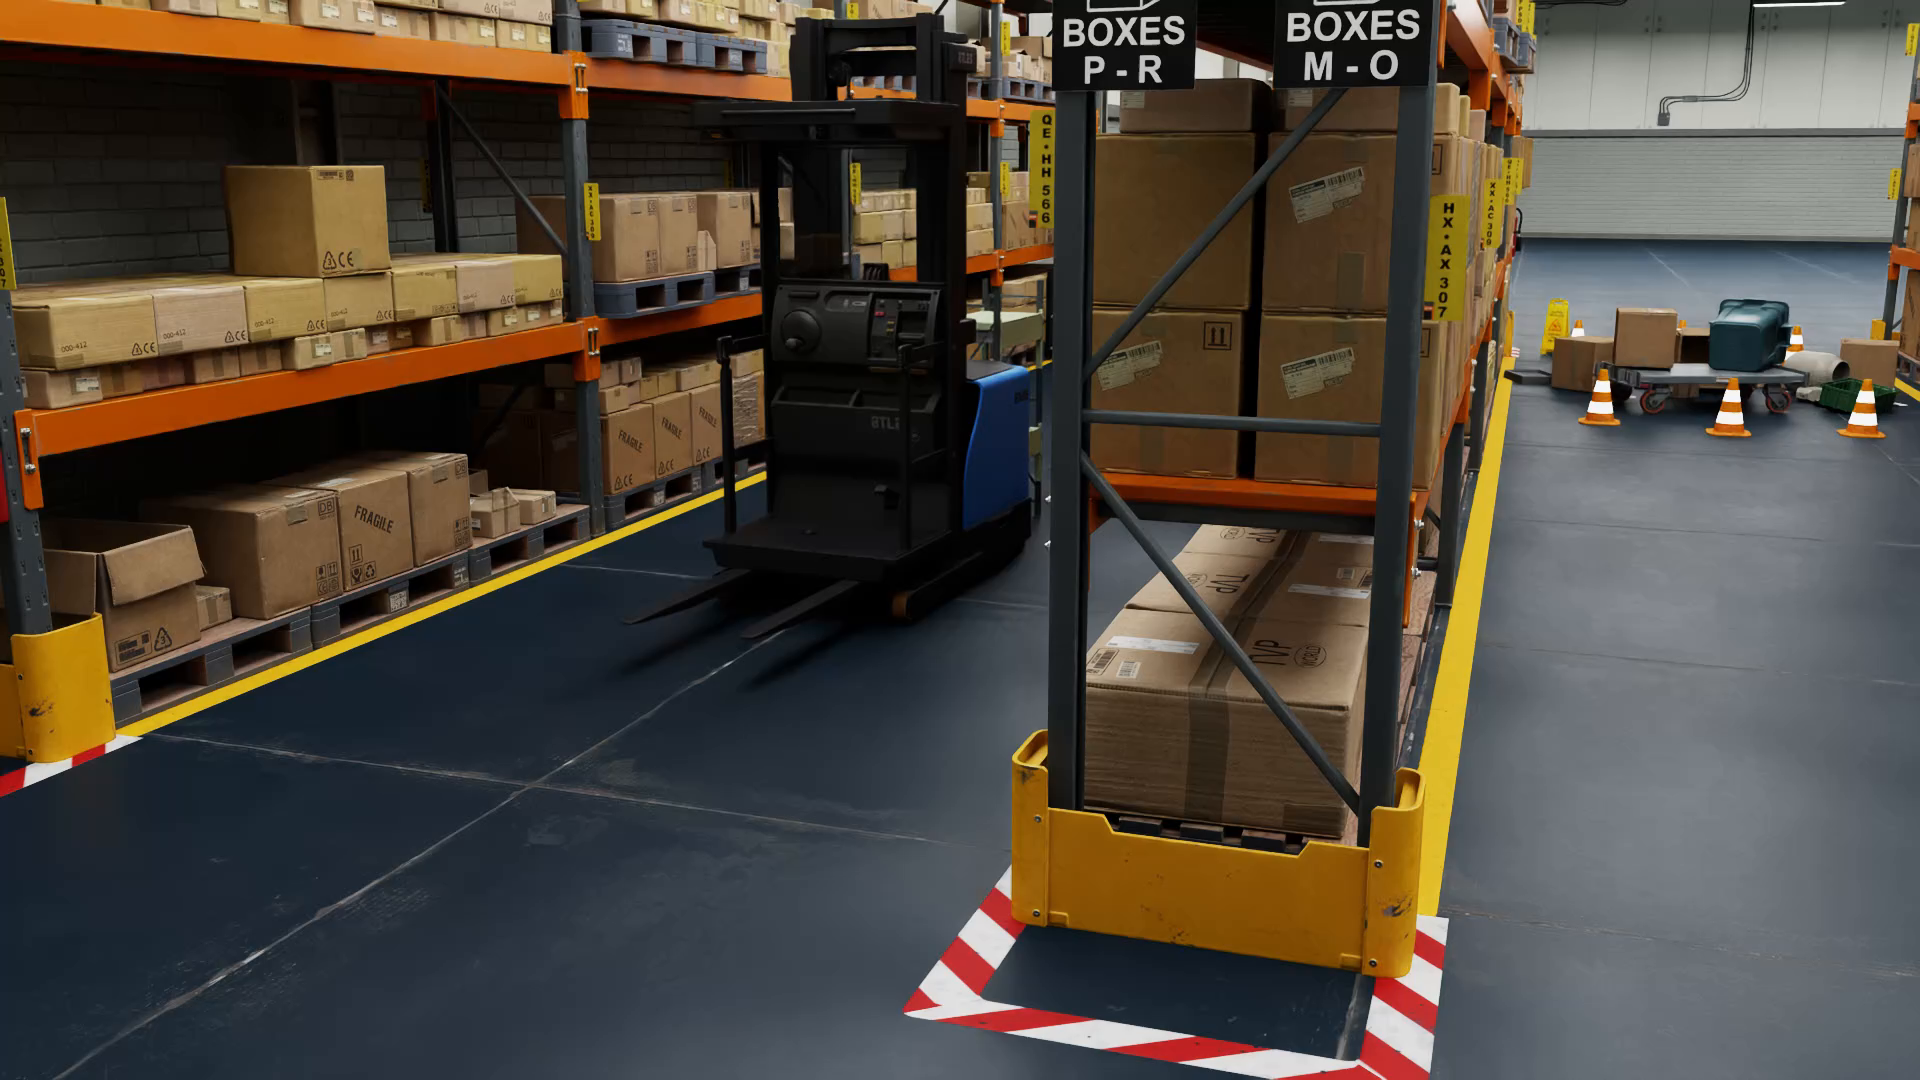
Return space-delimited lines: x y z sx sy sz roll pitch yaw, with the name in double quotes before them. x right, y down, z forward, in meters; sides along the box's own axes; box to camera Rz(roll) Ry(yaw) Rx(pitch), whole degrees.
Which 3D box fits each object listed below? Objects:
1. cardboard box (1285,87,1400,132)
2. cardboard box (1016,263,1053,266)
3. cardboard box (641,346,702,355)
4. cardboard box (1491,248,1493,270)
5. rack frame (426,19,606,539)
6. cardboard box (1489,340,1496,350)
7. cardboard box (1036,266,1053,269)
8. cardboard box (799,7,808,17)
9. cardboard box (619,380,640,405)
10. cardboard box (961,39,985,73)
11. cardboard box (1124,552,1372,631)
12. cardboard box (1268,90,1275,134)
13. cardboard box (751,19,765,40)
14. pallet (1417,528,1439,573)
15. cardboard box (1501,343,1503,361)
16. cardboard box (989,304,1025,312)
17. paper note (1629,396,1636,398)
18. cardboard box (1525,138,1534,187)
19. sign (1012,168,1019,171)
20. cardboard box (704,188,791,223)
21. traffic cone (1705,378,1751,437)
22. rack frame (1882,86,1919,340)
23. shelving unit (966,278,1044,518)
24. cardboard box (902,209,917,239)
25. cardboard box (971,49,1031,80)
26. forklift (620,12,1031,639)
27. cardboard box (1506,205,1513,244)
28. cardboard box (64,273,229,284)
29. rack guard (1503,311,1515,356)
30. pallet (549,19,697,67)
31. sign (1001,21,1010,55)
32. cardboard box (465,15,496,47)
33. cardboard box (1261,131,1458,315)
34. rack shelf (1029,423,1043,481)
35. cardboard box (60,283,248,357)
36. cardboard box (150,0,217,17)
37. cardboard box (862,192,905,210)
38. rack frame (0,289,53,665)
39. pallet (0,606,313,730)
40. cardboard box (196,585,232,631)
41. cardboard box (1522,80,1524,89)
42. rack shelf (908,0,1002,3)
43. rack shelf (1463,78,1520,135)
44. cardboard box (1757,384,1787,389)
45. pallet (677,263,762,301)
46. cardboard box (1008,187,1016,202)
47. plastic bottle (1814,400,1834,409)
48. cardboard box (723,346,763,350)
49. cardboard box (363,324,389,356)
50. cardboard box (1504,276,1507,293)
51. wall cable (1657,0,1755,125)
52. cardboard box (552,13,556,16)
"cardboard box" 1.130 -1.227 4.692 0.380 0.149 0.250 5 14 20
"cardboard box" 0.897 -3.309 20.733 0.500 0.250 0.500 4 13 18
"cardboard box" -2.151 -1.354 12.396 0.380 0.149 0.250 4 13 17
"cardboard box" 2.949 -1.727 10.029 0.500 0.250 0.500 4 13 17
"rack frame" -2.651 -1.518 9.899 1.000 3.000 0.127 4 14 18
"cardboard box" 4.468 -1.659 15.478 0.950 0.372 0.625 5 14 19
"cardboard box" 1.218 -3.169 20.121 0.500 0.250 0.500 5 14 19
"cardboard box" -1.373 -3.948 12.575 0.380 0.149 0.250 4 13 16
"cardboard box" -2.267 -0.941 10.585 0.380 0.149 0.250 4 13 17
"cardboard box" -0.066 -4.705 16.153 0.500 0.311 0.500 4 13 17
"cardboard box" 1.160 0.385 6.372 0.875 0.438 0.875 5 14 20
"cardboard box" 0.863 -1.428 5.572 0.380 0.149 0.250 5 14 20
"cardboard box" -1.622 -3.641 11.900 0.380 0.149 0.250 4 14 19
"pallet" 2.225 0.030 9.382 1.003 0.211 1.213 4 14 18
"cardboard box" 5.244 -1.928 16.931 0.500 0.250 0.500 5 14 22
"cardboard box" 0.386 -2.390 17.831 0.500 0.250 0.500 4 14 18
"paper note" 6.421 -1.387 15.998 0.148 0.019 0.142 4 14 18
"cardboard box" 5.733 -4.025 17.743 0.700 0.500 0.500 4 14 18
"sign" 0.709 -4.547 21.044 0.100 0.325 0.005 4 14 18
"cardboard box" -1.671 -2.517 13.106 0.500 0.500 0.500 5 14 21
"traffic cone" 6.411 -1.114 13.830 0.336 0.463 0.334 4 14 18
"rack frame" 10.646 -3.353 17.938 1.000 3.000 0.127 4 14 18
"shelving unit" 0.187 -0.817 10.199 0.431 1.500 0.755 5 14 22
"cardboard box" -0.632 -2.821 14.821 0.500 0.250 0.500 4 13 17
"cardboard box" 0.437 -5.033 17.588 0.500 0.311 0.500 5 14 20
"forklift" -0.620 -1.129 8.349 1.130 2.935 3.031 5 14 22
"cardboard box" 5.042 -3.112 15.990 0.500 0.500 0.500 4 14 18
"cardboard box" -3.715 -1.076 7.631 0.500 0.250 0.500 5 14 20
"rack guard" 5.905 -2.454 19.615 1.175 0.500 0.348 4 14 18
"pallet" -2.373 -3.021 10.166 1.213 0.211 1.003 4 14 18
"sign" 0.454 -5.034 16.690 0.100 0.325 0.005 4 14 18
"cardboard box" -2.665 -2.654 8.698 0.380 0.149 0.250 5 14 20
"cardboard box" 1.178 -0.936 4.877 0.500 0.500 0.500 4 13 17
"rack shelf" 0.187 -0.500 10.272 0.431 0.370 0.720 5 14 22
"cardboard box" -3.380 -0.930 6.991 0.500 0.250 0.500 5 14 19
"cardboard box" -3.285 -2.221 6.803 0.380 0.149 0.250 5 14 20
"cardboard box" -0.705 -2.995 14.685 0.380 0.149 0.250 5 14 19
"rack frame" -3.945 -0.676 6.209 1.000 3.000 0.127 4 14 18
"pallet" -3.663 0.500 7.325 1.003 0.211 1.213 4 14 18
"cardboard box" -3.483 0.300 7.393 0.380 0.149 0.250 4 13 16
"cardboard box" 5.531 -4.774 17.089 0.500 0.250 0.500 4 14 19
"rack shelf" -0.709 -5.161 14.891 1.077 0.370 4.000 4 14 18
"rack shelf" 3.988 -3.537 13.618 1.077 0.370 4.000 4 14 18
"cardboard box" 8.165 -1.673 16.719 0.396 0.266 0.258 7 15 28
"pallet" -1.981 -1.857 11.815 1.003 0.211 1.213 4 14 18
"cardboard box" 0.372 -3.670 17.646 0.380 0.149 0.250 5 14 20
"plastic bottle" 8.013 -1.245 15.306 0.133 0.061 0.283 -3 13 -11
"cardboard box" -1.591 -1.376 12.493 0.380 0.149 0.250 5 14 20
"cardboard box" -3.031 -0.987 8.135 0.380 0.149 0.250 4 14 18
"cardboard box" 5.179 -2.519 16.376 0.380 0.149 0.250 5 14 19
"wall cable" 21.042 -14.701 46.531 2.305 6.003 0.169 4 14 18
"cardboard box" -2.618 -3.180 9.837 0.380 0.149 0.250 4 14 18
